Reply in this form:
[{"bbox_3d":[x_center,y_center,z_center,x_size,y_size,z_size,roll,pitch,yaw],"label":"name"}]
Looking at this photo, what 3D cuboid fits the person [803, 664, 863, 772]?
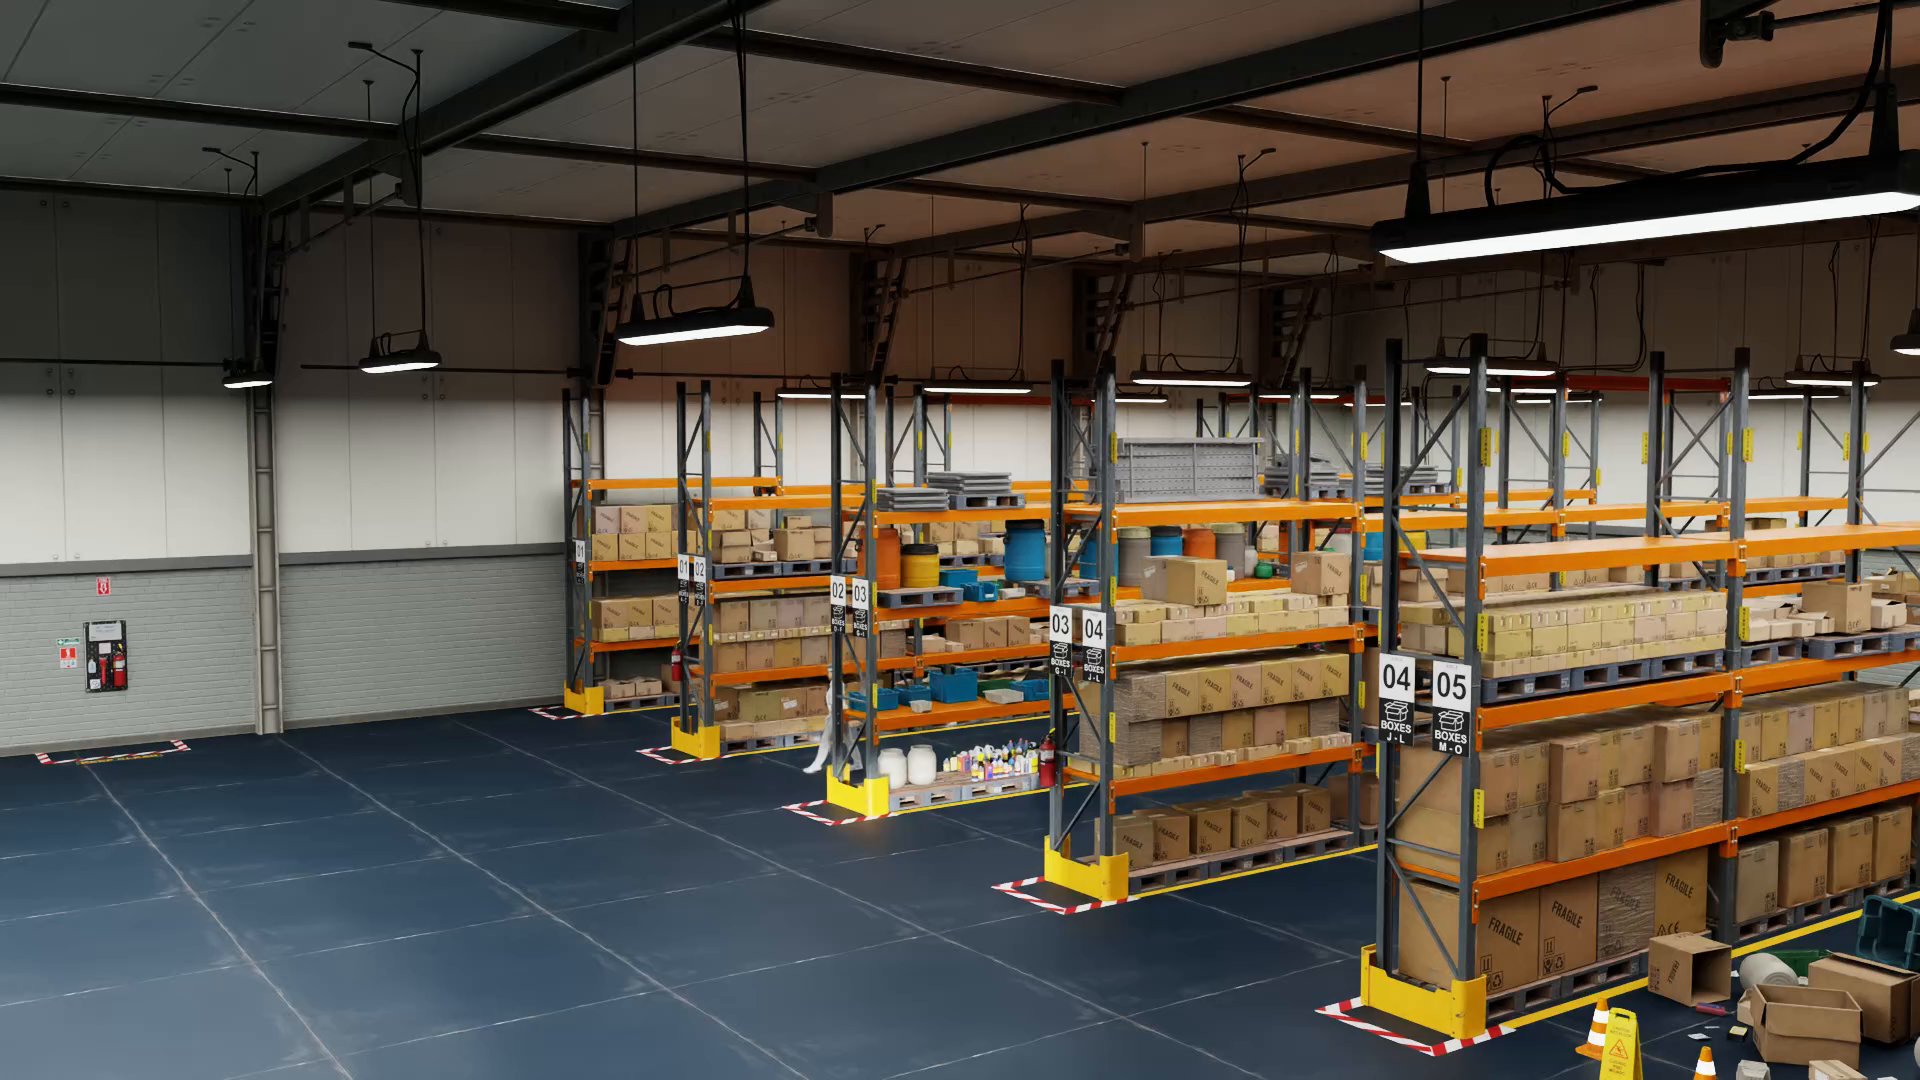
[{"bbox_3d":[-1.915,2.698,25.323,0.870,1.632,0.511,1,4,14],"label":"person"}]
